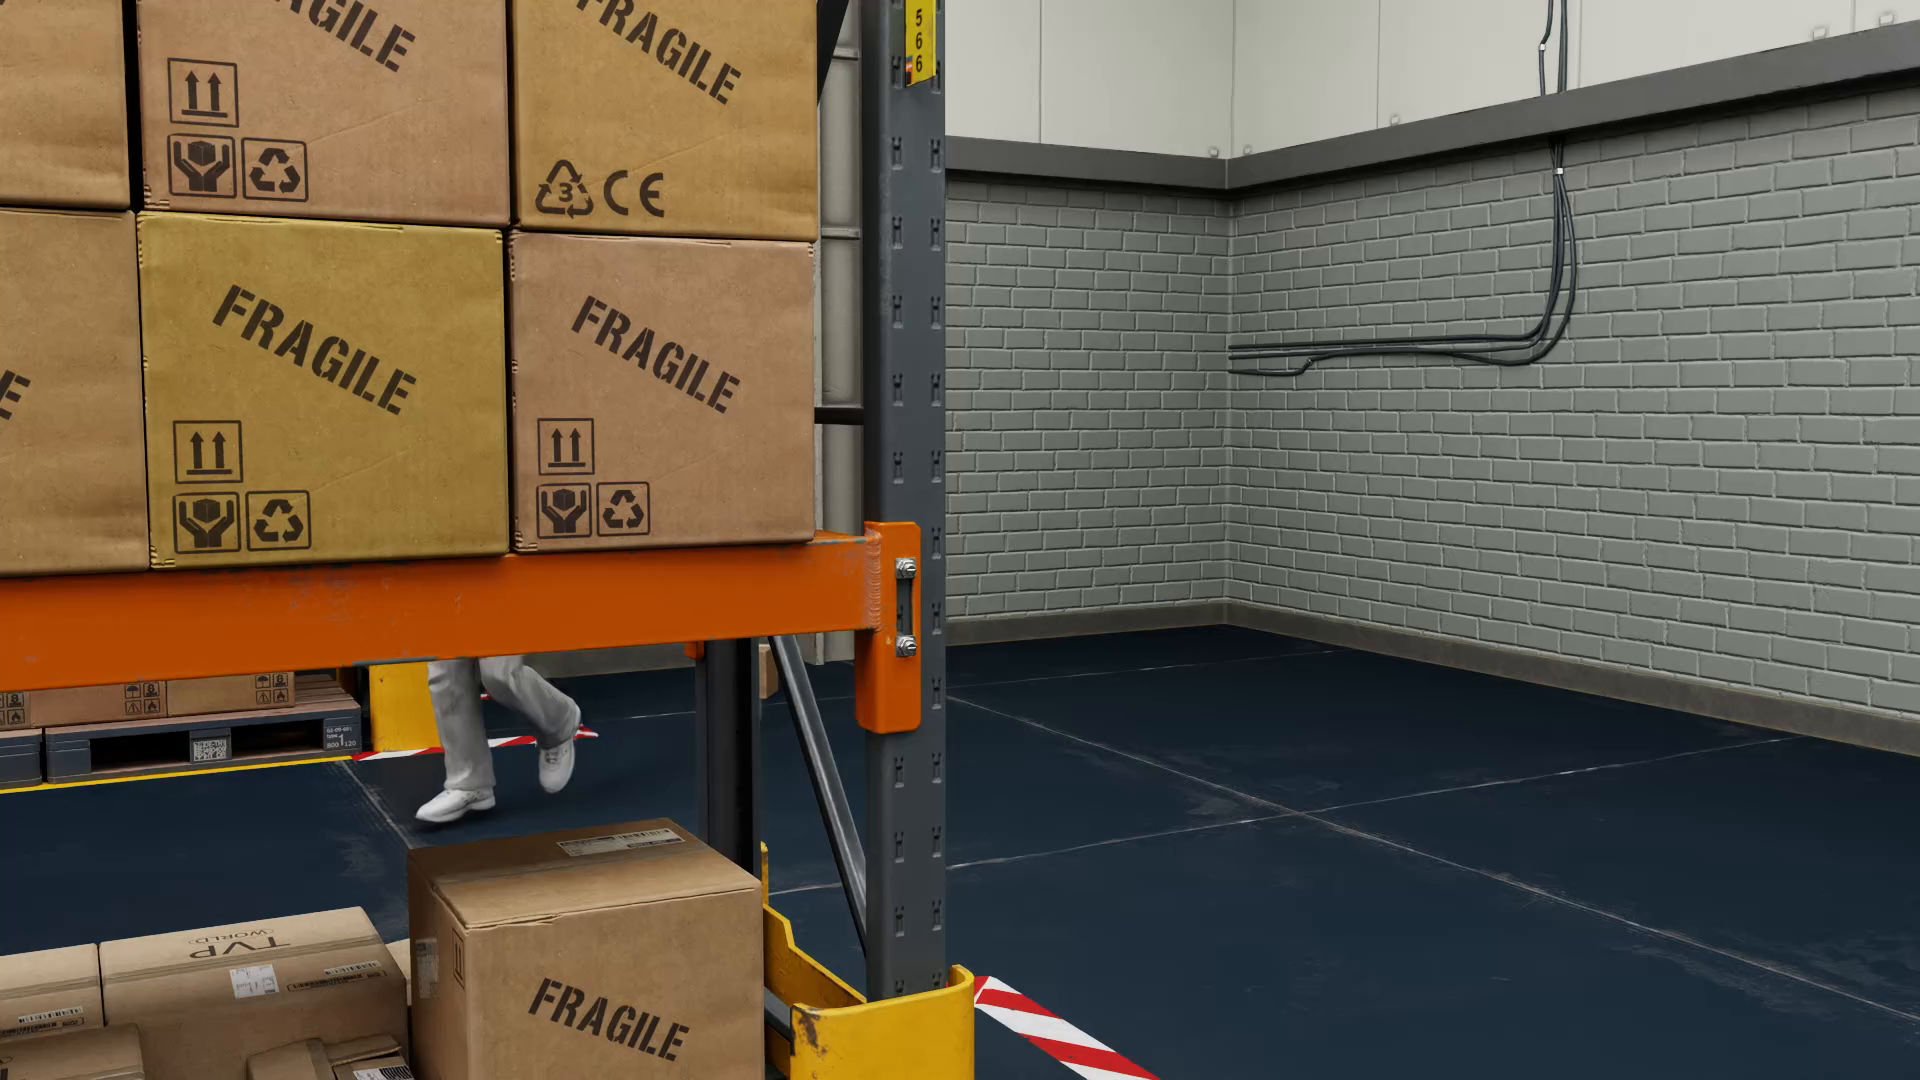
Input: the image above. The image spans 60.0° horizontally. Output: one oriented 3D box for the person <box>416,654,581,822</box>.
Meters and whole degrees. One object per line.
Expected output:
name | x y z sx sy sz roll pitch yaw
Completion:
person | -1.712 0.116 6.105 0.567 1.762 0.698 2 5 22
